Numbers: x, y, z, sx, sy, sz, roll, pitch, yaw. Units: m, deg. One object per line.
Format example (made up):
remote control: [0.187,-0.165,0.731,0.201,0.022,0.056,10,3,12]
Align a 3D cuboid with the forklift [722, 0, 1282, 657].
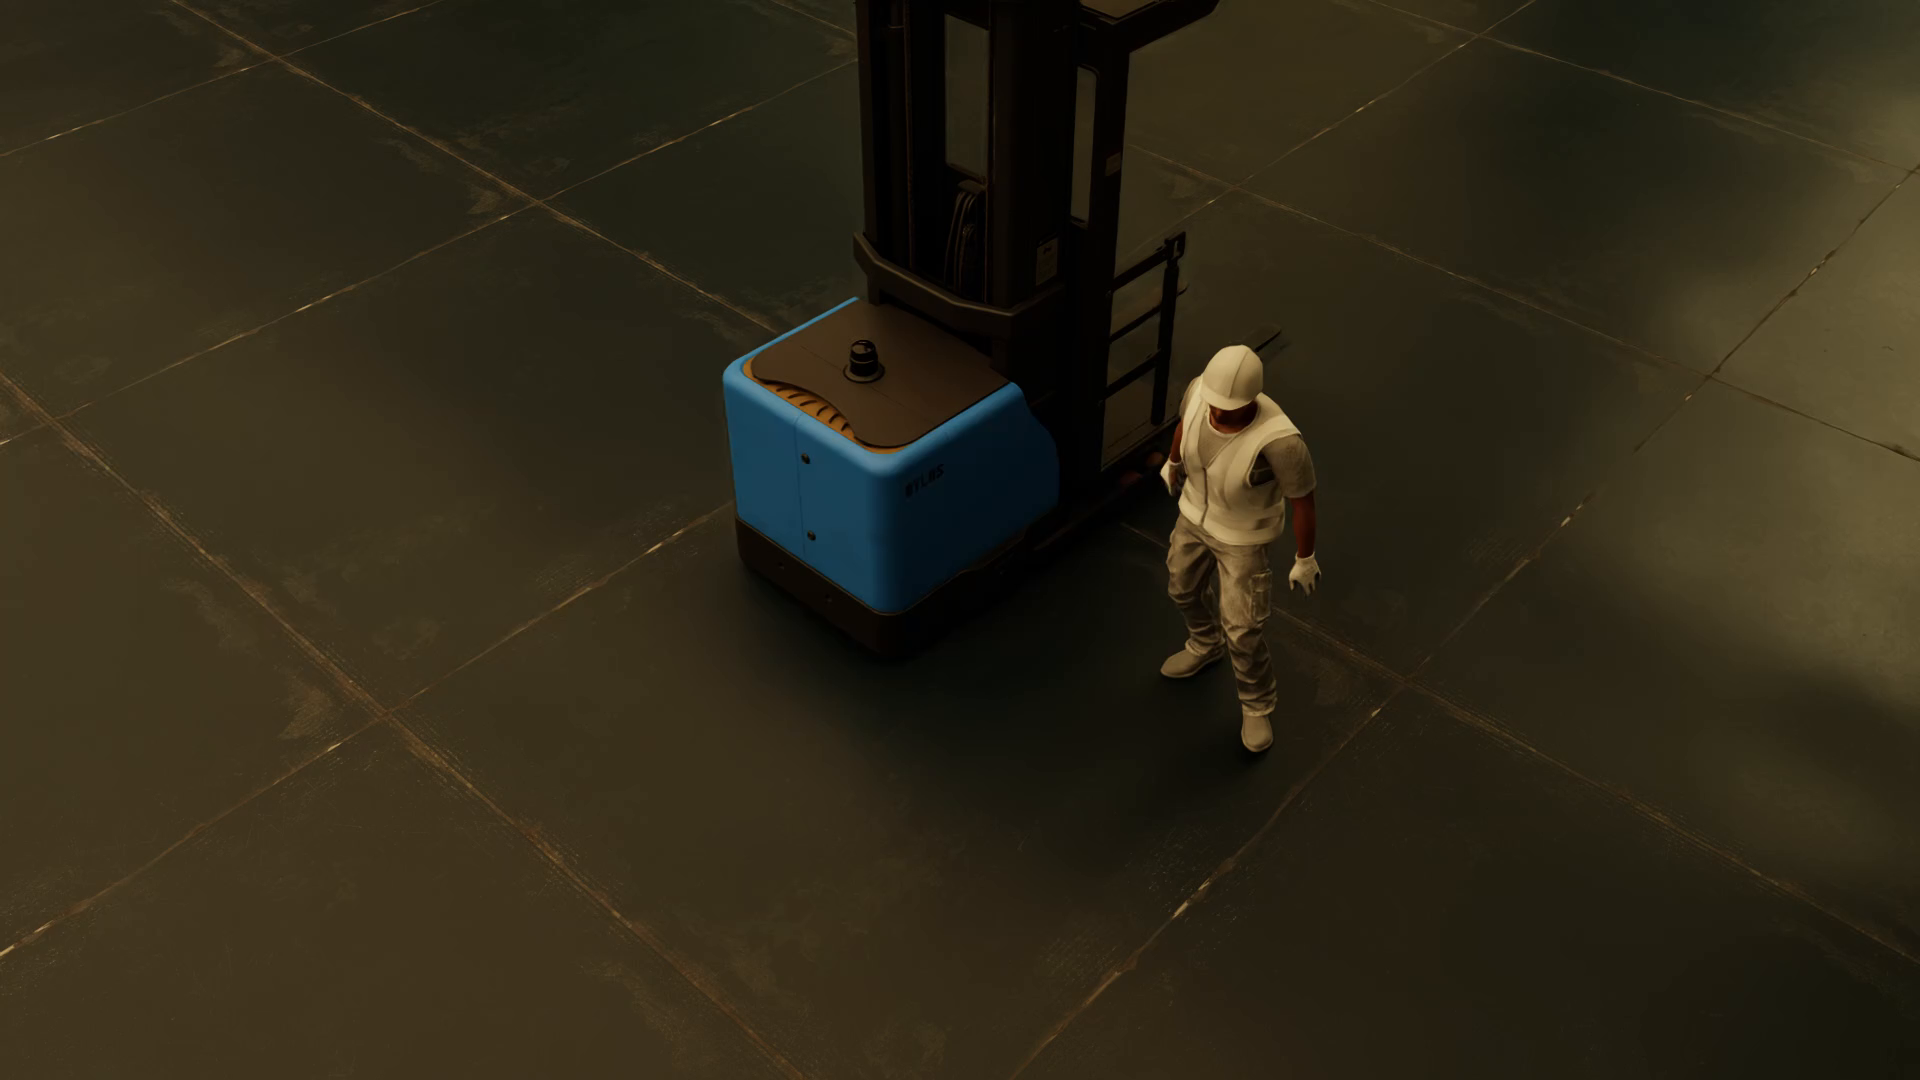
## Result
forklift: [0.381,-1.485,7.159,1.130,2.935,3.031,32,50,32]

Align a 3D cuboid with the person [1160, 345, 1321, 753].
person: [1.012,-0.038,6.390,0.457,1.743,0.878,-28,48,-29]
